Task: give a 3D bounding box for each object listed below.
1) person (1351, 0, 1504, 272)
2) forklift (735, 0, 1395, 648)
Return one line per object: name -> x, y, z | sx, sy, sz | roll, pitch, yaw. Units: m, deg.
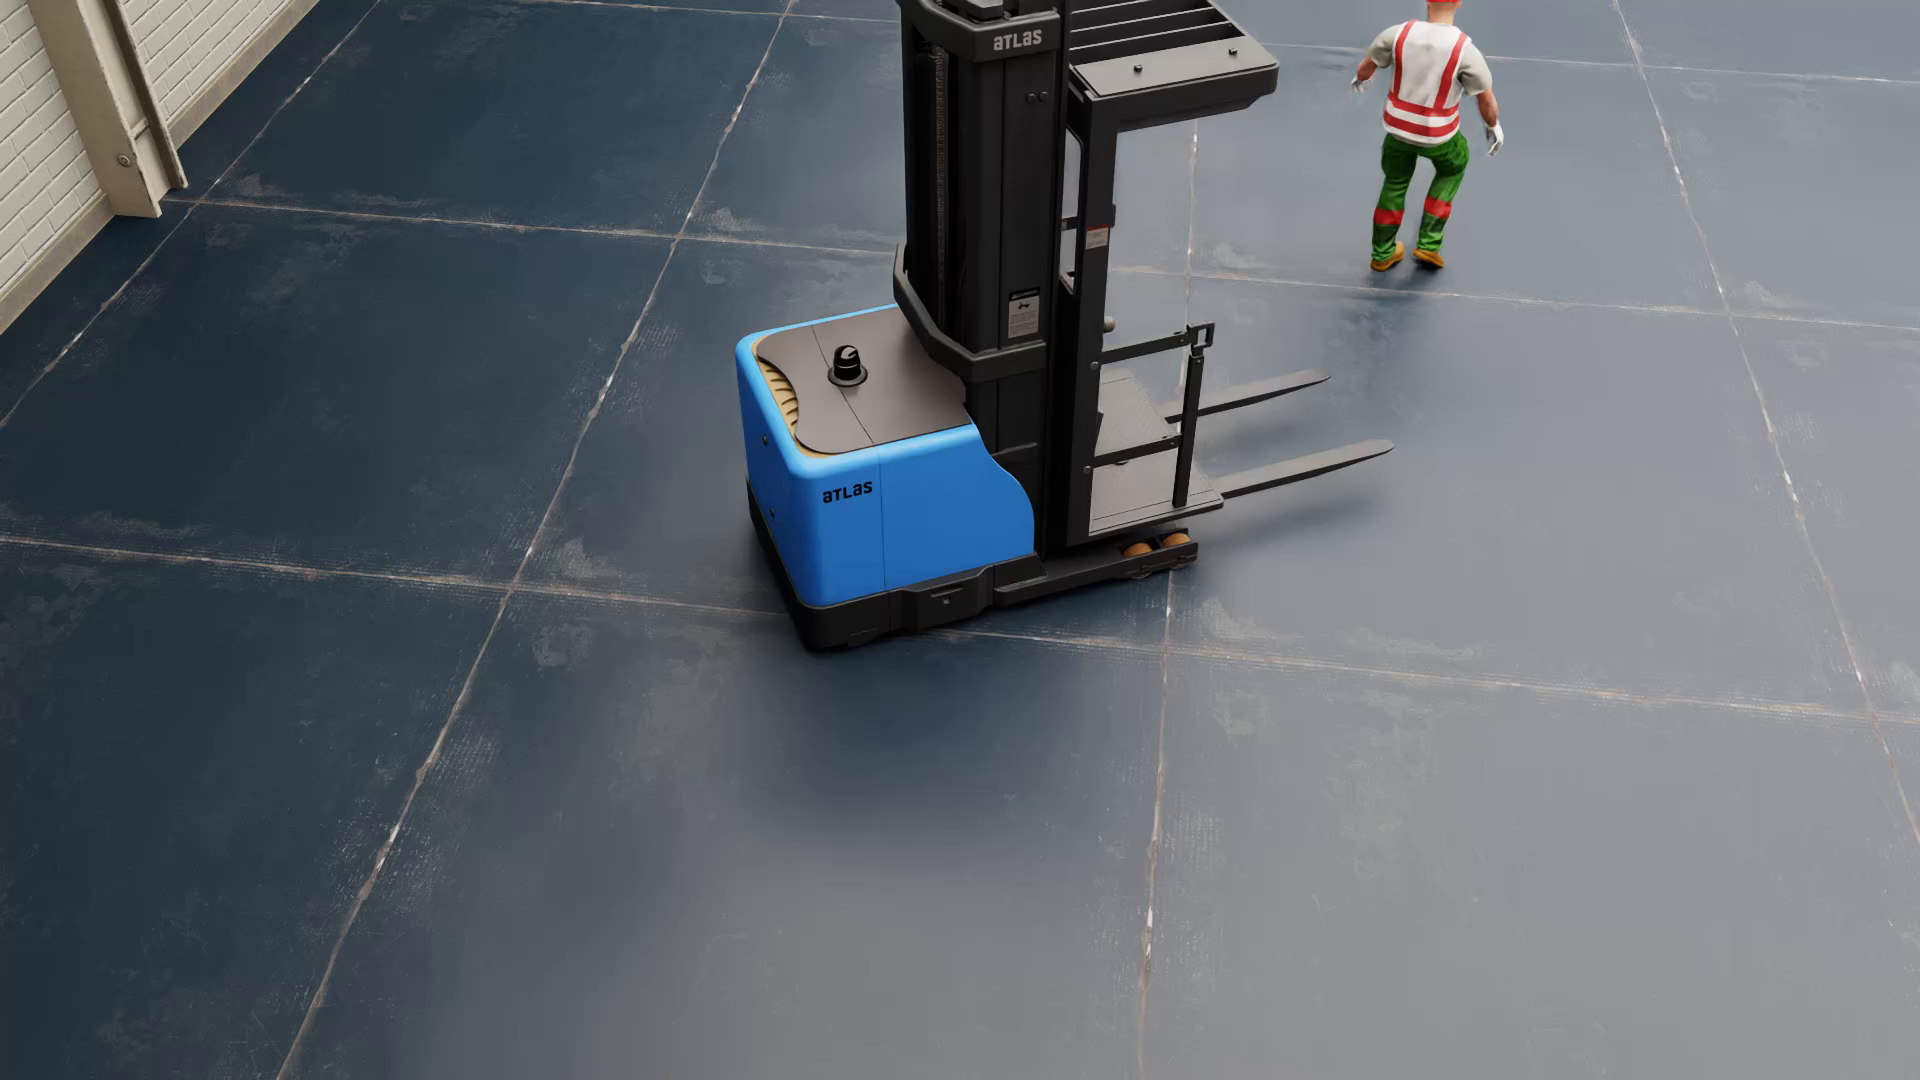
person -> 2.505, -2.270, 9.082 | 0.898, 1.786, 0.483 | 26, 48, 25
forklift -> 0.572, -1.223, 7.055 | 3.031, 2.935, 1.130 | -14, 44, -15
